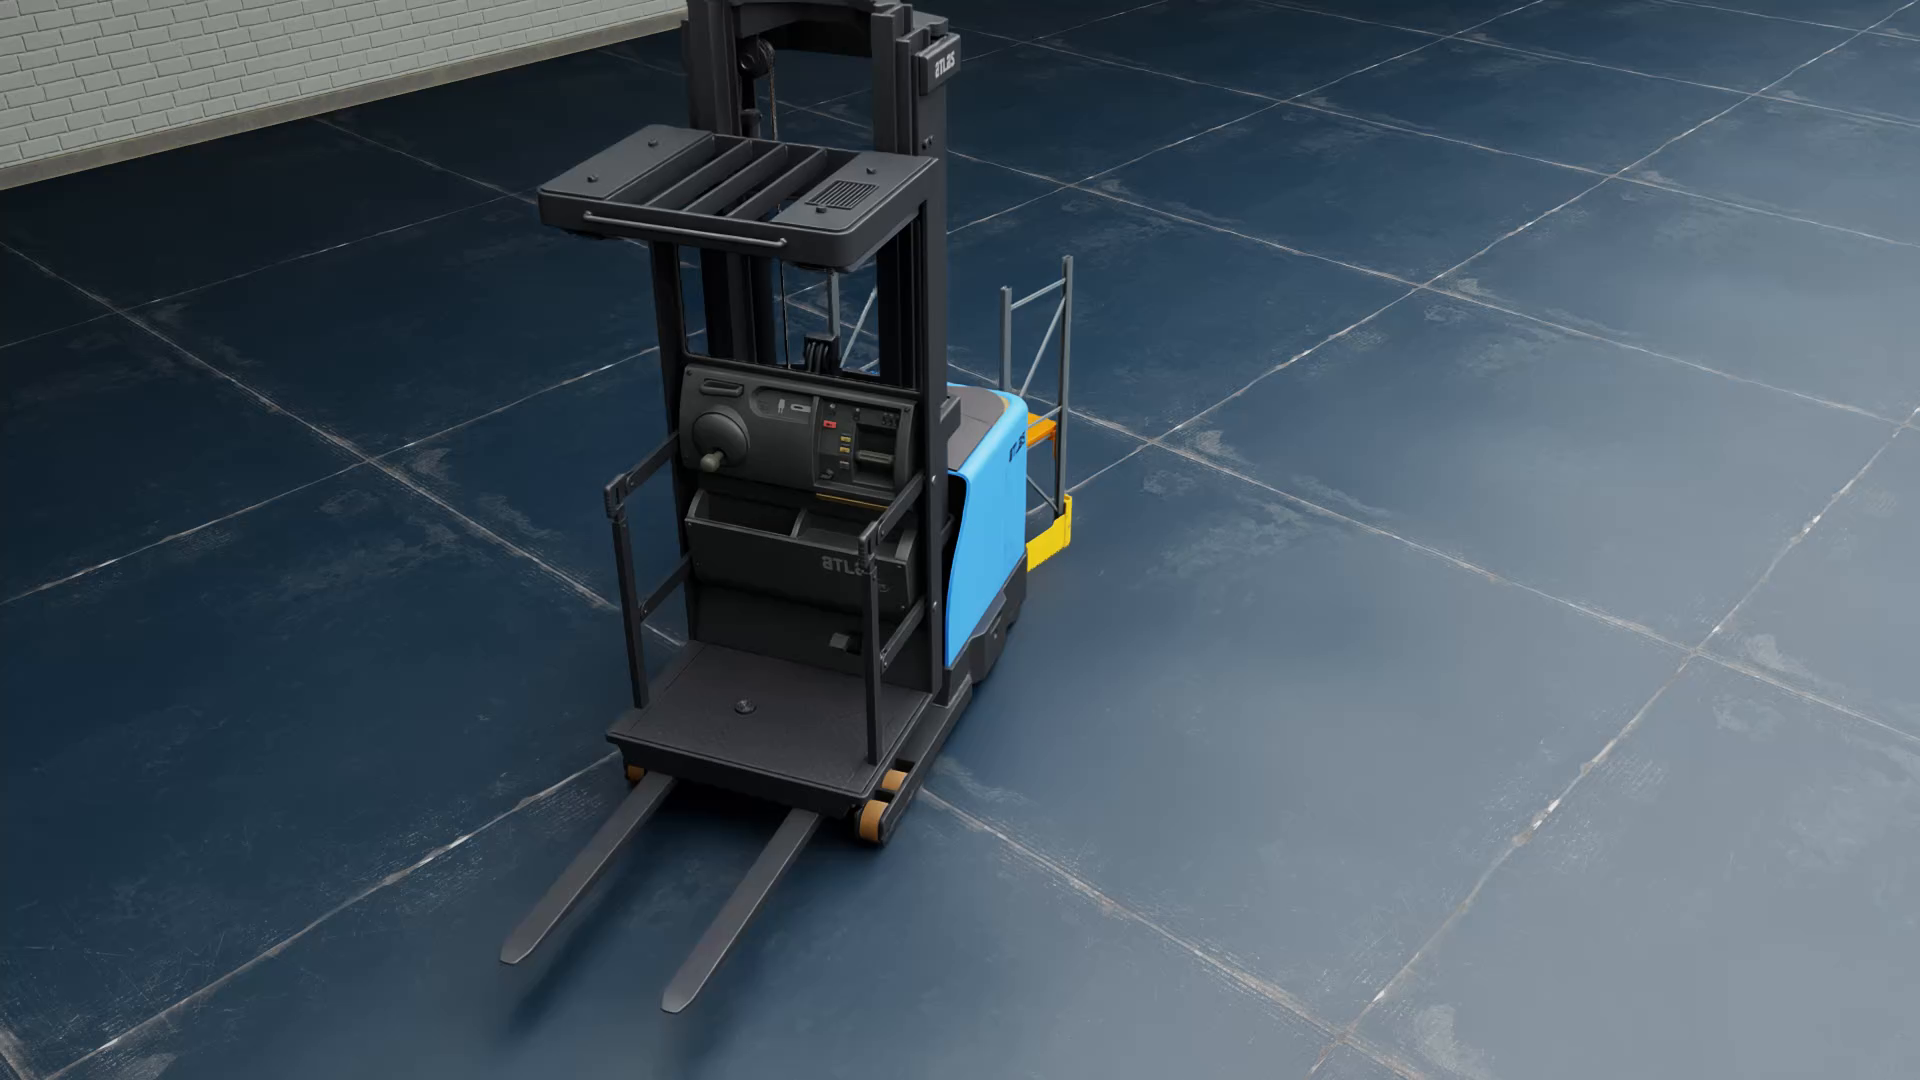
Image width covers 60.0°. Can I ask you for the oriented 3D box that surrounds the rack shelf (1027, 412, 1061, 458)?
[{"bbox_3d":[-0.057,-0.541,8.043,1.000,0.185,0.538,22,38,32],"label":"rack shelf"}]

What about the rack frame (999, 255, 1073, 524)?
[{"bbox_3d":[0.339,-0.531,7.677,0.032,1.500,0.500,22,38,32],"label":"rack frame"}]

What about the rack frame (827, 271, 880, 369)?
[{"bbox_3d":[-0.454,-0.859,8.223,0.032,1.500,0.500,22,38,32],"label":"rack frame"}]

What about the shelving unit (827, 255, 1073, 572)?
[{"bbox_3d":[-0.050,-0.692,7.945,1.083,1.500,0.587,22,38,32],"label":"shelving unit"}]

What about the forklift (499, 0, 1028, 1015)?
[{"bbox_3d":[-0.685,-0.343,5.978,1.130,2.935,3.031,11,33,18],"label":"forklift"}]

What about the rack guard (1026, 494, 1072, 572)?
[{"bbox_3d":[0.338,0.004,8.001,0.087,0.250,0.587,22,38,32],"label":"rack guard"}]
